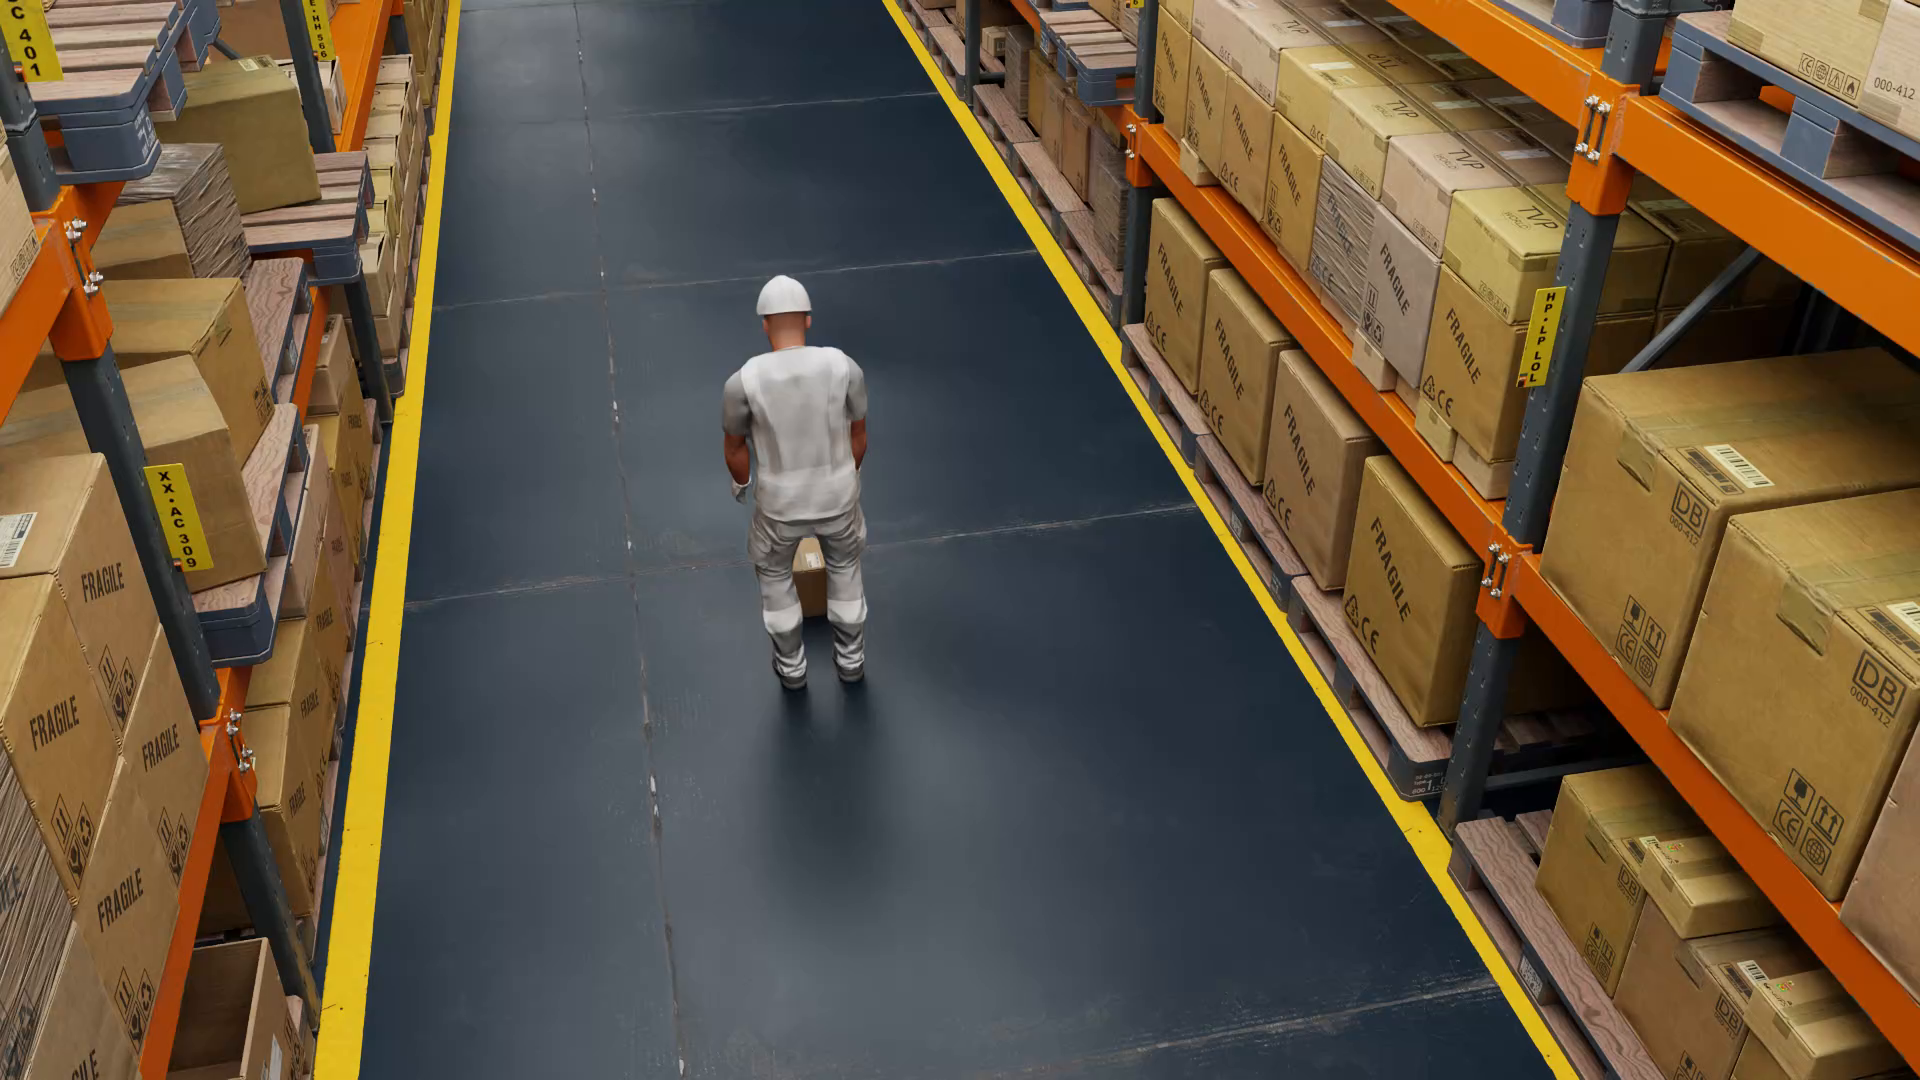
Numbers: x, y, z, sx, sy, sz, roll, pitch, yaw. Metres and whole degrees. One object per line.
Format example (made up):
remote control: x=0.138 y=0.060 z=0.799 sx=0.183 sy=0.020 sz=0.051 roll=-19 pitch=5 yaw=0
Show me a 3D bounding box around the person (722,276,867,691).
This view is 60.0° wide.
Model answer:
person: x=-0.627 y=-0.189 z=6.462 sx=0.547 sy=1.724 sz=0.477 roll=-6 pitch=35 yaw=-9
